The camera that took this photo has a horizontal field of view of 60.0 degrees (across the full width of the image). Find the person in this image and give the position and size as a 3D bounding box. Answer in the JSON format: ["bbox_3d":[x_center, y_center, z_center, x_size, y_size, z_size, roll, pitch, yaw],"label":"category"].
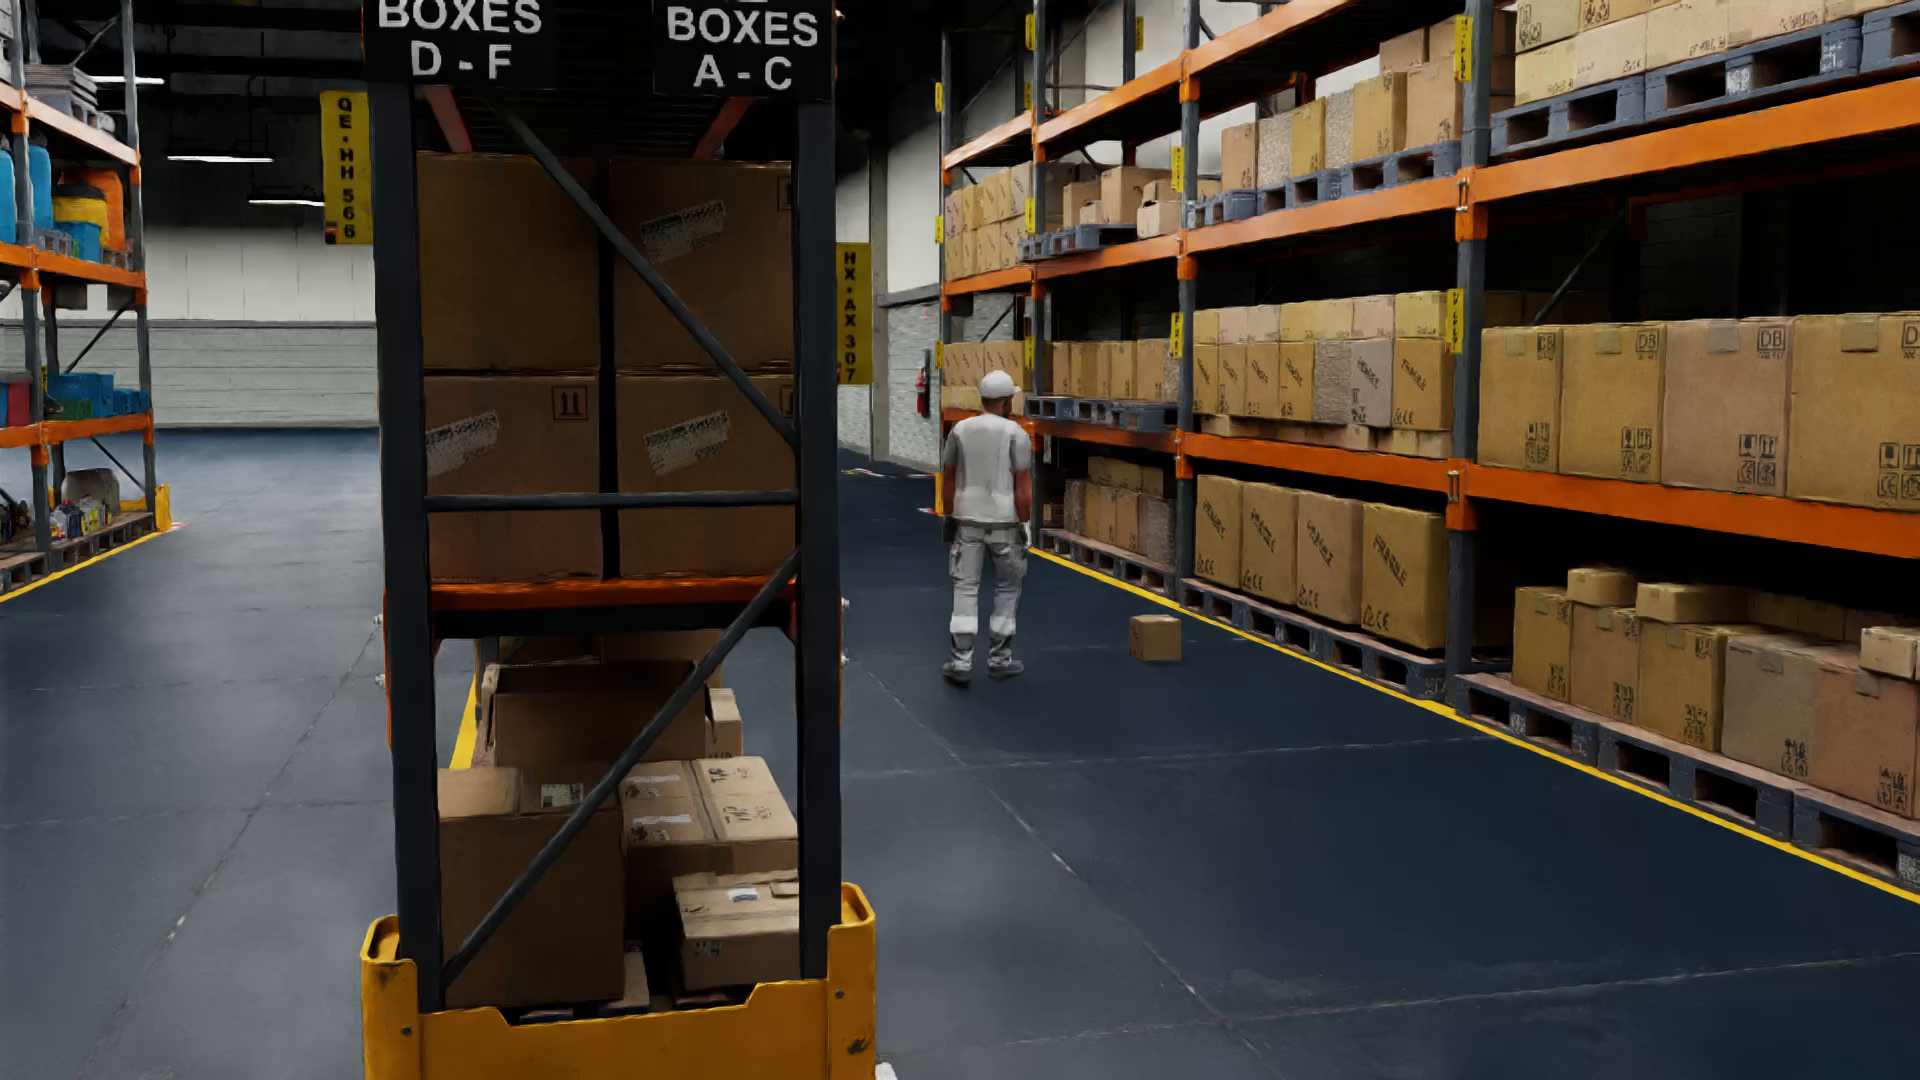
[{"bbox_3d":[0.147,-0.083,9.589,0.569,1.780,0.584,2,6,18],"label":"person"}]
